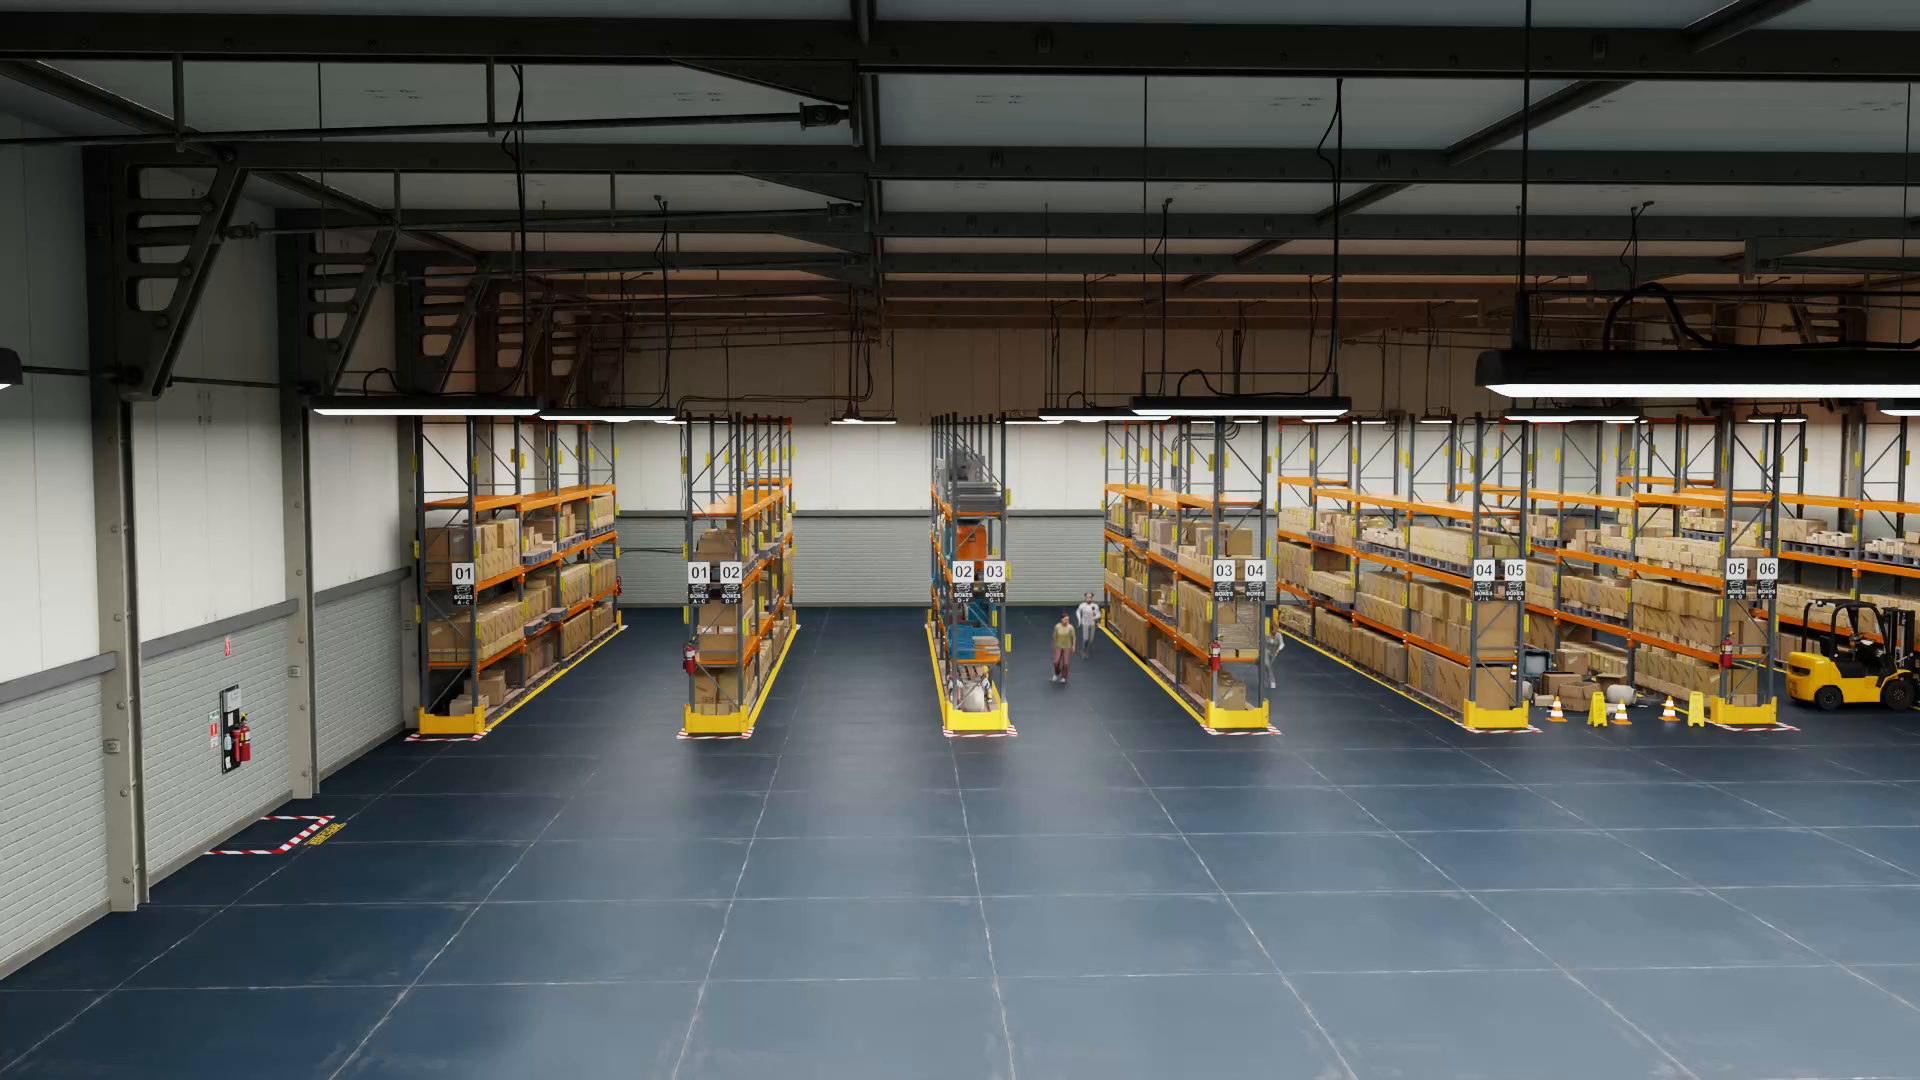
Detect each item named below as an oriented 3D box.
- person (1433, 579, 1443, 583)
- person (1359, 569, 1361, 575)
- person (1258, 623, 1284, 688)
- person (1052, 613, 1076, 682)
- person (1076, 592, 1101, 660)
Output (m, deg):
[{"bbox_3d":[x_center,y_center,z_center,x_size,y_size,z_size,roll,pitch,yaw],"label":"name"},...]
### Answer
[{"bbox_3d":[12.442,1.878,43.451,0.659,1.750,0.926,-1,4,-18],"label":"person"},{"bbox_3d":[11.185,1.685,46.585,0.695,1.773,1.022,0,4,-6],"label":"person"},{"bbox_3d":[6.811,2.504,36.573,0.530,1.405,0.983,0,4,-1],"label":"person"},{"bbox_3d":[2.314,2.392,37.049,0.545,1.583,0.623,0,4,3],"label":"person"},{"bbox_3d":[3.163,2.103,40.749,0.582,1.679,0.648,0,4,-2],"label":"person"}]
